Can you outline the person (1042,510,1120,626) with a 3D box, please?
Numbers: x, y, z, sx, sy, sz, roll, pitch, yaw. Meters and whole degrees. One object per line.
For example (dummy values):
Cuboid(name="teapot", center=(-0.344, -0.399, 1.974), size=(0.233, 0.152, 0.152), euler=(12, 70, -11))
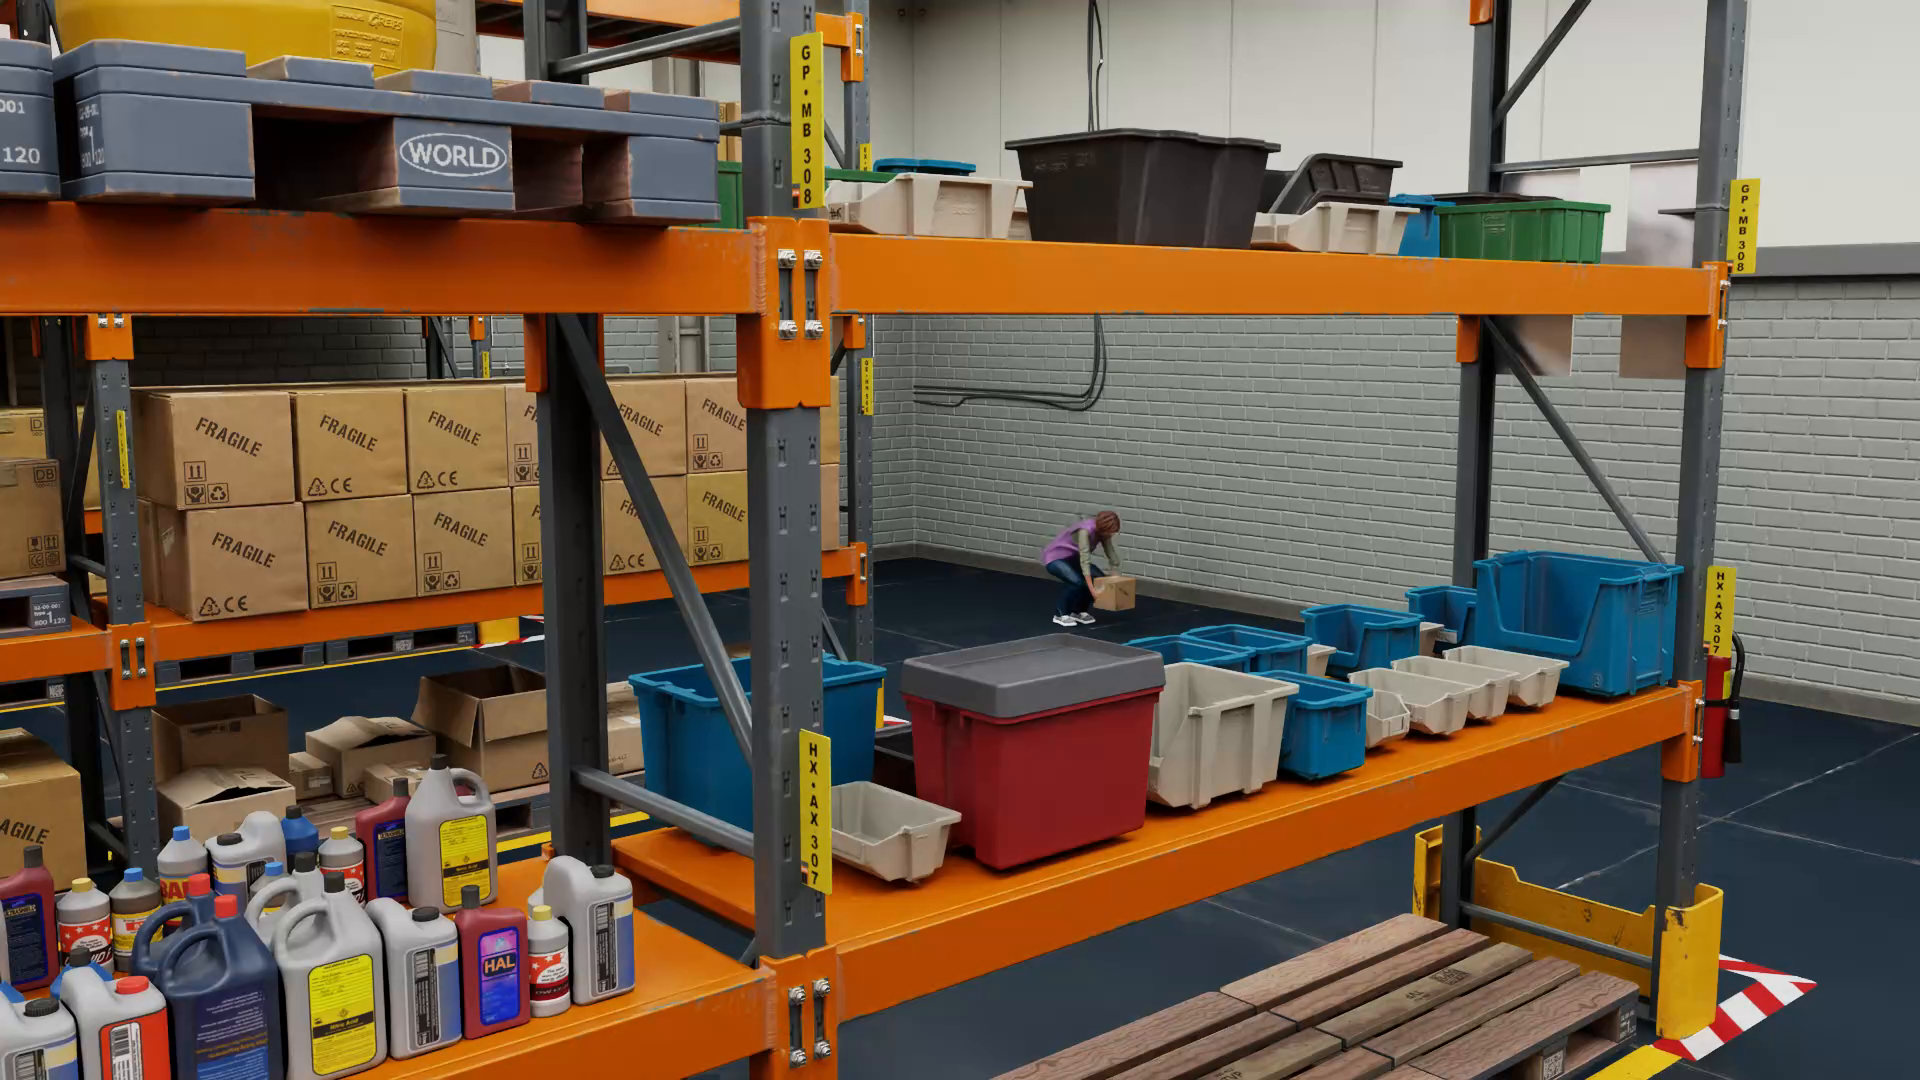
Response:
Cuboid(name="person", center=(1.059, 0.235, 14.326), size=(0.455, 1.003, 0.762), euler=(-7, 10, -41))
